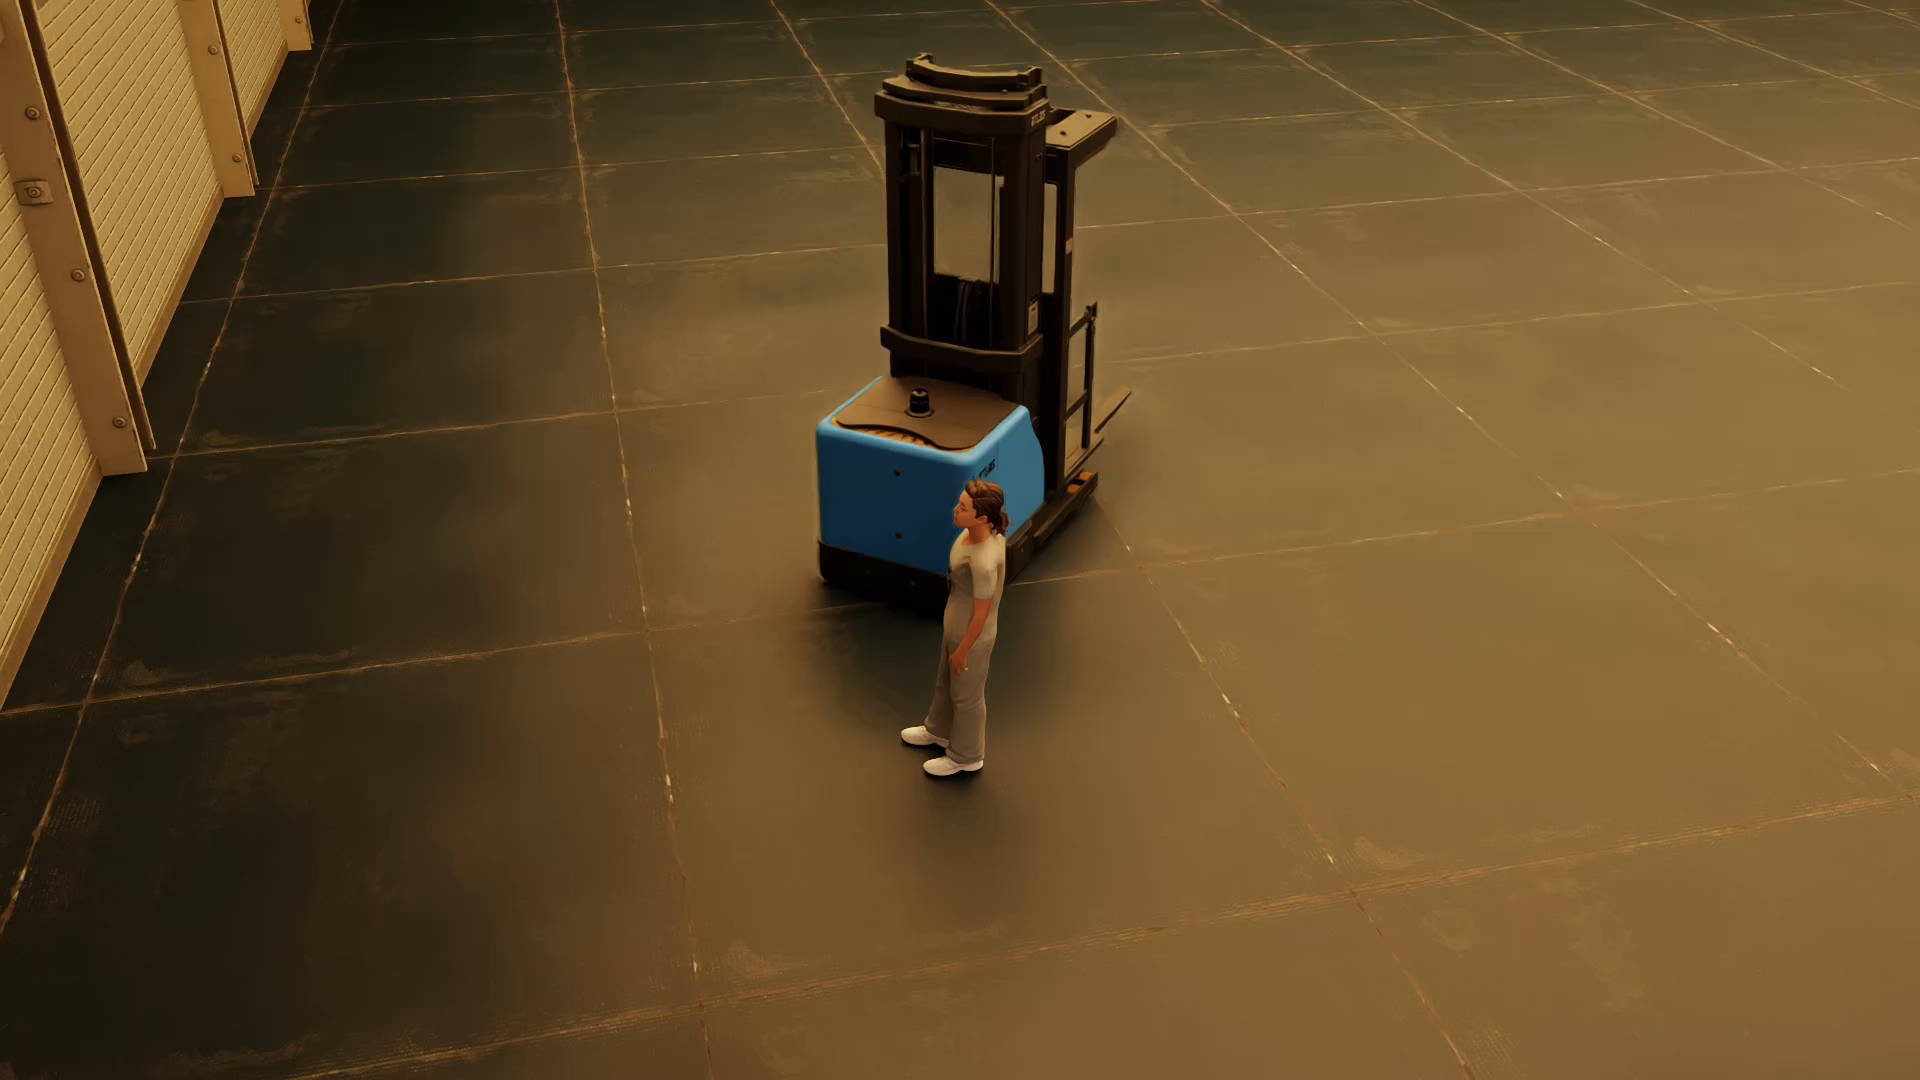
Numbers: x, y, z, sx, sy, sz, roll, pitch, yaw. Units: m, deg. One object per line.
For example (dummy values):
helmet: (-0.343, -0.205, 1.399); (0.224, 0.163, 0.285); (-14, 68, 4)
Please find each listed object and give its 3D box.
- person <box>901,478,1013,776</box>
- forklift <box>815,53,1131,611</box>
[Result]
person: (-0.027, 0.431, 8.070); (0.549, 1.672, 0.548); (-1, 30, -1)
forklift: (0.258, -1.553, 10.258); (1.130, 2.935, 3.031); (14, 33, 22)
